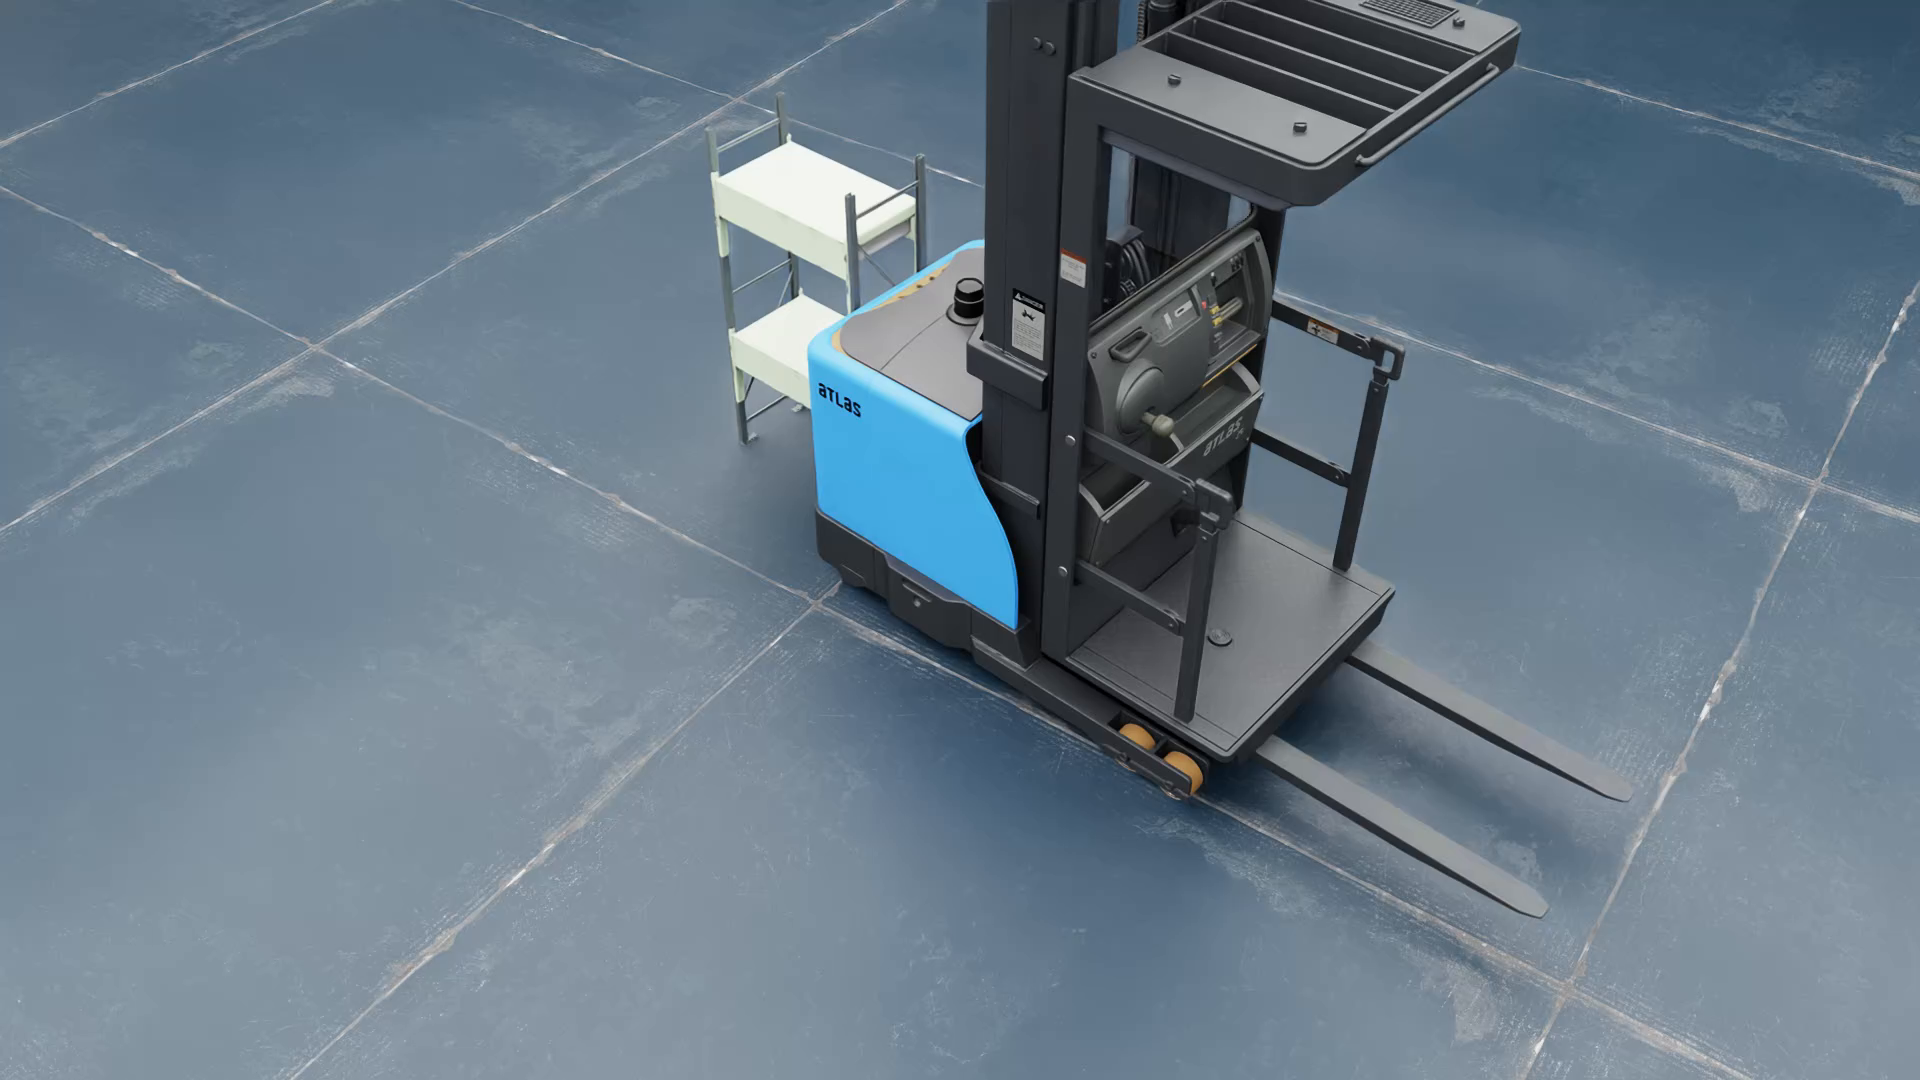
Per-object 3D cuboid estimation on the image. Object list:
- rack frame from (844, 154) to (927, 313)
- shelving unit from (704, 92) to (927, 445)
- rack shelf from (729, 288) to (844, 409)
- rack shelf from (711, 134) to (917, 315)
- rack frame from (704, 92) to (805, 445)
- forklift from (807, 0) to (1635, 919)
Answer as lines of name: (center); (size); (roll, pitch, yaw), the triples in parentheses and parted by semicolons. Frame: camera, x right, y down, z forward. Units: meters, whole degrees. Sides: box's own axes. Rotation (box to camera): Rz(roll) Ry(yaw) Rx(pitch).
rack frame: (-0.267, -0.750, 6.463); (0.023, 1.500, 0.400); (30, 50, 30)
shelving unit: (-0.542, -0.911, 6.644); (0.755, 1.500, 0.431); (30, 50, 30)
rack shelf: (-0.542, -0.668, 6.861); (0.720, 0.370, 0.431); (30, 50, 30)
rack shelf: (-0.542, -1.202, 6.383); (0.720, 0.370, 0.431); (30, 50, 30)
rack frame: (-0.816, -1.073, 6.824); (0.023, 1.500, 0.400); (30, 50, 30)
forklift: (0.873, -0.596, 5.218); (3.031, 2.935, 1.130); (30, 50, 30)
